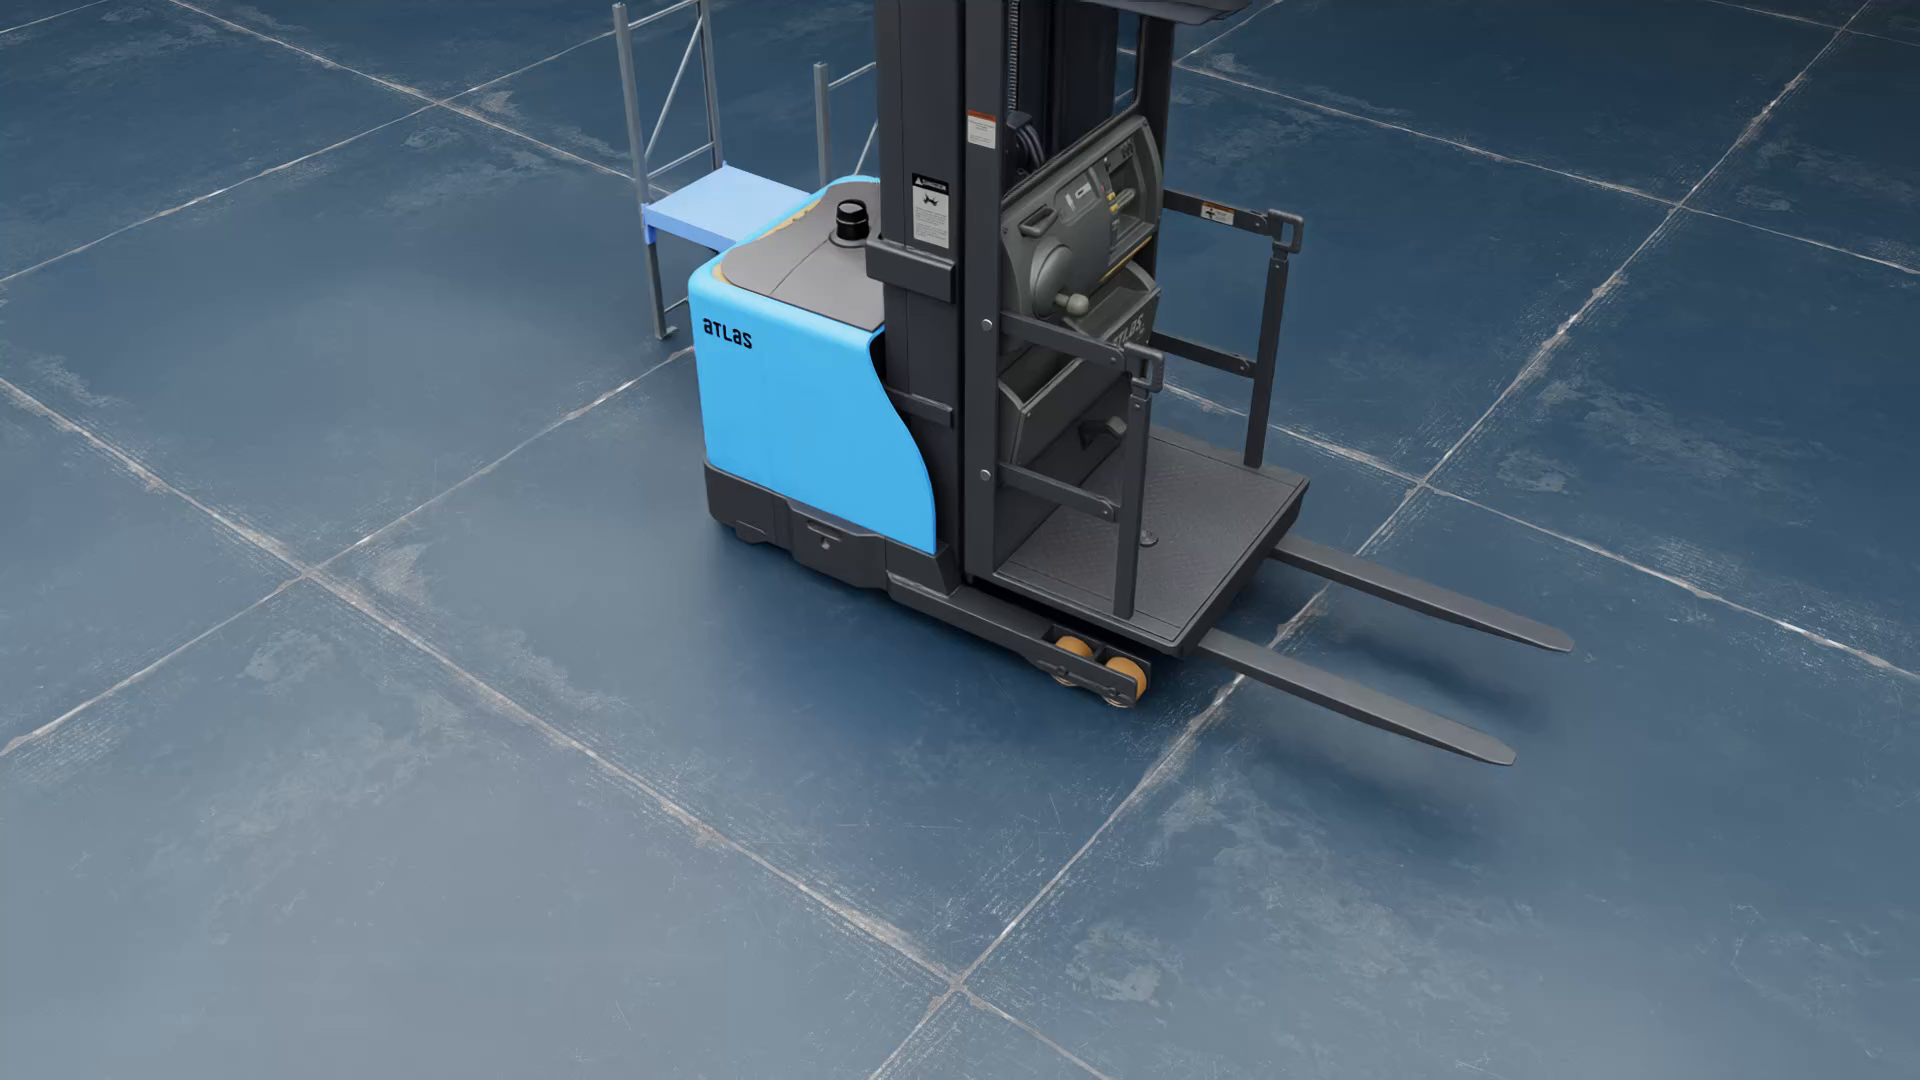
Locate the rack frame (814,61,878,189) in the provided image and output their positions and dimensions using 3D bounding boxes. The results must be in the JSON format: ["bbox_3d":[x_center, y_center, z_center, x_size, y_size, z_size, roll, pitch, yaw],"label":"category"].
[{"bbox_3d":[-0.372,-1.245,6.624,0.032,1.500,0.500,24,44,27],"label":"rack frame"}]

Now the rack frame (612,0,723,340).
[{"bbox_3d":[-1.197,-1.611,7.091,0.032,1.500,0.500,24,44,27],"label":"rack frame"}]

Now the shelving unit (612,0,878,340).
[{"bbox_3d":[-0.784,-1.428,6.858,1.048,1.500,0.538,24,44,27],"label":"shelving unit"}]

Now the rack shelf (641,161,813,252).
[{"bbox_3d":[-0.784,-1.287,6.968,1.000,0.185,0.538,24,44,27],"label":"rack shelf"}]

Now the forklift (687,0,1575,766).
[{"bbox_3d":[0.567,-0.973,5.115,3.031,2.935,1.130,21,43,25],"label":"forklift"}]
